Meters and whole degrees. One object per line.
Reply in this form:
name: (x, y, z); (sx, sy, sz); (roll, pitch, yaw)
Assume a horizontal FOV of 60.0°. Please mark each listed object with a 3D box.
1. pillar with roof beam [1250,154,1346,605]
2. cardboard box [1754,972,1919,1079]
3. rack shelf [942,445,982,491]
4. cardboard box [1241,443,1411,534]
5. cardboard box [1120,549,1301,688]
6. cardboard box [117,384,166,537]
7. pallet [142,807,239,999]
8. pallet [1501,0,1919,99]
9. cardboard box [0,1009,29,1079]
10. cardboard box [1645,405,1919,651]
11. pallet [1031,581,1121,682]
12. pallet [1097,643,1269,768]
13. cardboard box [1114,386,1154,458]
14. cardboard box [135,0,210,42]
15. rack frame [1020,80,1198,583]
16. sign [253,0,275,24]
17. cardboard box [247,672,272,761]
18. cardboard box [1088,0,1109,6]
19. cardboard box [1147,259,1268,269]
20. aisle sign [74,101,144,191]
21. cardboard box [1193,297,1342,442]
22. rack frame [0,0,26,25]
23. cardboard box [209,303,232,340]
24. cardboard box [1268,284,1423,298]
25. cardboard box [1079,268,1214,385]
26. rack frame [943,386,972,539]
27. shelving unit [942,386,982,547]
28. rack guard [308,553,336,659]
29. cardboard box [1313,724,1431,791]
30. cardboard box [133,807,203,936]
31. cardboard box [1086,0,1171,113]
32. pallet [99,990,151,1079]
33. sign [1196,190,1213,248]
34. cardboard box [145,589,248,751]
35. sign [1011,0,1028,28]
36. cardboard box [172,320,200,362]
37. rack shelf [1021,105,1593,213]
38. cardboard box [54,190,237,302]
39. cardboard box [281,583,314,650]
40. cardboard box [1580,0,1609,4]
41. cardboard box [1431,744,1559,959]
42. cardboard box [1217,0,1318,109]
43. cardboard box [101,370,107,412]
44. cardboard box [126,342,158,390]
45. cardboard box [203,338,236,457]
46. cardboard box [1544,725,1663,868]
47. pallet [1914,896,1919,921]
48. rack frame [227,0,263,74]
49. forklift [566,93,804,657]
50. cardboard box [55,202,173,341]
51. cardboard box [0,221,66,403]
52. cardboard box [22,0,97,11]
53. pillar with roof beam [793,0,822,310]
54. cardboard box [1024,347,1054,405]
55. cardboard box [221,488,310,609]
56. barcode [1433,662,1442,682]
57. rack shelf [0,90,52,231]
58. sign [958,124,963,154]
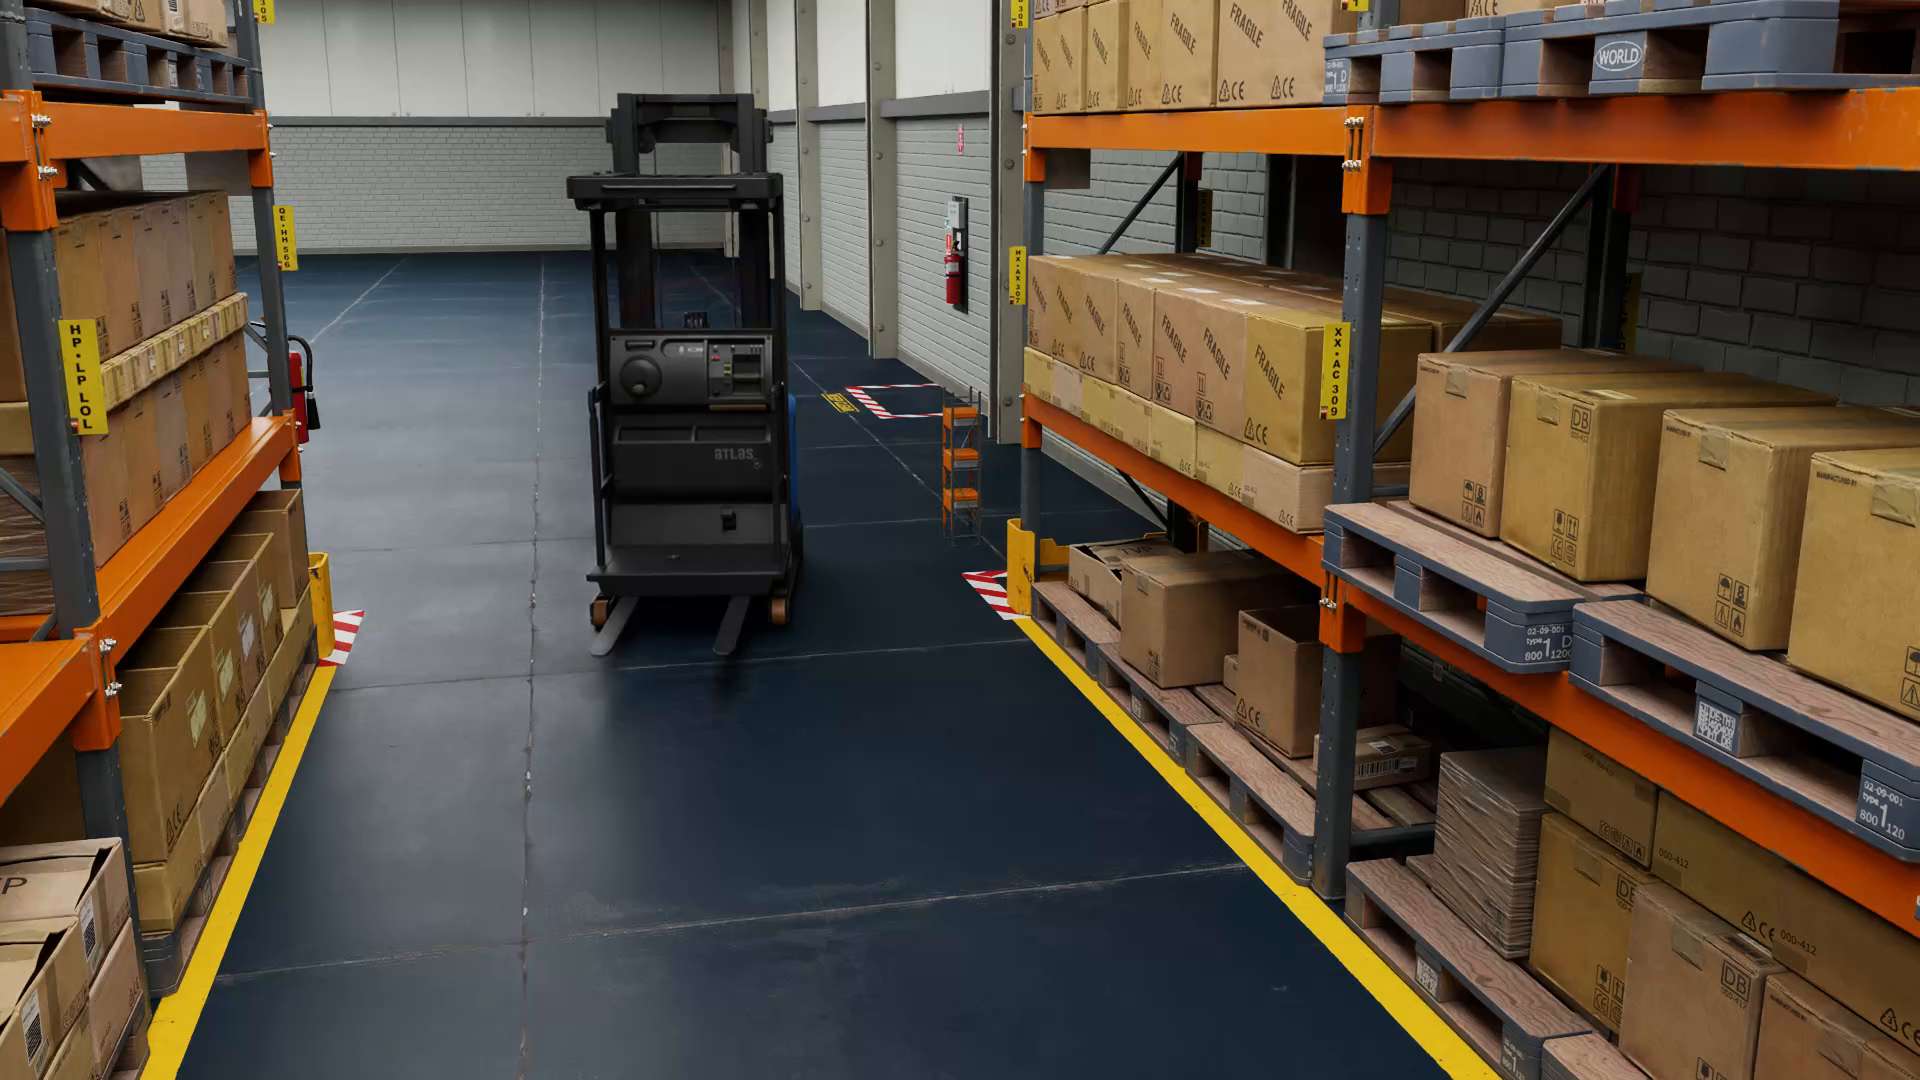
pillar with roof beam: (-2.323, -3.666, 7.471); (9.100, 9.000, 0.400); (-3, 14, -13)
cardboard box: (2.363, 1.340, 3.963); (0.700, 0.500, 0.500); (-3, 14, -13)
rack shelf: (0.013, -0.487, 11.254); (0.215, 0.259, 0.240); (-3, 14, -13)
cardboard box: (1.390, -0.211, 6.245); (0.500, 0.250, 0.500); (-3, 14, -13)
cardboard box: (1.189, 0.364, 7.957); (0.700, 0.500, 0.500); (-4, 14, -17)
cardboard box: (-3.373, -0.293, 6.095); (0.700, 0.500, 0.500); (-3, 14, -12)
pallet: (-3.164, 1.264, 5.809); (1.003, 0.211, 1.213); (-3, 14, -13)
pallet: (2.084, -1.160, 3.932); (1.213, 0.211, 1.003); (-3, 14, -13)
cardboard box: (-2.401, 1.267, 3.649); (0.500, 0.311, 0.500); (-3, 14, -13)
cardboard box: (2.192, -0.045, 4.155); (0.700, 0.500, 0.500); (-1, 14, -5)
pallet: (1.031, 0.457, 9.113); (1.003, 0.211, 1.213); (-3, 14, -13)
pallet: (1.314, 0.738, 7.963); (1.003, 0.211, 1.213); (-3, 14, -13)
cardboard box: (1.029, -0.558, 7.664); (0.500, 0.250, 0.500); (-3, 14, -13)
cardboard box: (-3.300, -2.134, 6.531); (0.500, 0.311, 0.500); (-2, 14, -7)
rack frame: (0.857, -1.105, 9.629); (1.000, 3.000, 0.127); (-3, 14, -13)
sign: (-3.427, -2.704, 8.154); (0.100, 0.325, 0.005); (-3, 14, -13)
cardboard box: (-3.181, 0.757, 6.919); (0.500, 0.250, 0.500); (-3, 14, -13)
cardboard box: (0.911, -2.767, 7.754); (0.500, 0.500, 0.500); (-3, 14, -12)
cardboard box: (1.283, -1.192, 8.681); (0.500, 0.500, 0.500); (-3, 14, -12)
aisle sign: (-4.271, -2.089, 8.179); (0.394, 0.787, 0.004); (-3, 14, -13)
cardboard box: (1.262, -0.690, 6.624); (0.500, 0.500, 0.500); (-3, 14, -14)
rack frame: (-3.018, -2.819, 4.006); (1.000, 3.000, 0.127); (-3, 14, -13)
cardboard box: (-3.560, -0.995, 7.600); (0.380, 0.149, 0.250); (-3, 14, -14)
cardboard box: (1.659, -0.838, 7.231); (0.500, 0.500, 0.500); (-3, 14, -12)
cardboard box: (0.898, -1.045, 8.077); (0.500, 0.500, 0.500); (-4, 14, -15)
rack frame: (-0.016, -0.526, 11.367); (0.200, 1.050, 0.008); (-3, 14, -13)
shelving unit: (0.013, -0.498, 11.252); (0.215, 1.050, 0.252); (-3, 14, -13)
rack guard: (-3.963, 0.381, 8.814); (1.175, 0.500, 0.348); (-3, 14, -13)
cardboard box: (1.641, 0.859, 6.634); (0.380, 0.166, 0.250); (-5, 15, -21)
cardboard box: (-2.832, 1.103, 5.501); (0.500, 0.250, 0.500); (-3, 14, -13)
cardboard box: (0.909, -2.284, 7.881); (0.500, 0.500, 0.500); (-3, 14, -11)
pallet: (-2.807, 1.617, 4.362); (1.003, 0.211, 1.213); (-3, 14, -13)
sign: (1.401, -1.847, 9.561); (0.100, 0.325, 0.005); (-3, 14, -13)
cardboard box: (-3.058, 0.507, 6.359); (0.500, 0.500, 0.500); (-3, 14, -13)
sign: (0.329, -2.956, 9.045); (0.100, 0.325, 0.005); (-3, 14, -13)
cardboard box: (-3.377, -0.815, 6.866); (0.380, 0.149, 0.250); (-3, 14, -12)
rack shelf: (1.326, -1.751, 7.469); (1.077, 0.370, 4.000); (-3, 14, -13)
cardboard box: (-3.848, -1.386, 7.835); (0.700, 0.500, 0.500); (-3, 14, -13)
cardboard box: (-3.544, 0.411, 8.332); (0.500, 0.250, 0.500); (-3, 14, -13)
cardboard box: (1.991, -1.527, 4.340); (0.500, 0.311, 0.500); (-3, 14, -11)
cardboard box: (1.985, 0.987, 5.405); (0.700, 0.500, 0.500); (-3, 14, -11)
cardboard box: (1.331, -1.917, 6.382); (0.500, 0.500, 0.500); (-5, 14, -18)
cardboard box: (-3.014, -0.459, 5.407); (0.380, 0.149, 0.250); (-4, 14, -15)
cardboard box: (-3.200, -0.639, 6.143); (0.380, 0.149, 0.250); (-4, 14, -15)
cardboard box: (-3.732, -0.647, 7.545); (0.700, 0.500, 0.500); (-3, 14, -12)
cardboard box: (2.092, 0.725, 4.901); (0.500, 0.250, 0.500); (-4, 14, -14)
pallet: (2.465, 0.676, 2.746); (1.213, 0.211, 1.003); (-3, 14, -13)
rack frame: (-3.958, -3.742, 7.783); (1.000, 3.000, 0.127); (-3, 14, -13)
forklift: (-1.531, -1.001, 9.350); (1.130, 2.935, 3.031); (-1, 14, -2)
cardboard box: (-3.482, -1.033, 6.391); (0.700, 0.500, 0.500); (-3, 14, -13)
cardboard box: (-3.129, -0.686, 4.970); (0.700, 0.500, 0.500); (-3, 14, -13)
cardboard box: (-2.880, -1.814, 4.819); (0.500, 0.500, 0.500); (-2, 14, -9)
pillar with roof beam: (-6.550, -7.818, 24.467); (9.100, 9.000, 0.400); (-3, 14, -13)
cardboard box: (0.663, -0.911, 9.111); (0.500, 0.250, 0.500); (-4, 14, -15)
cardboard box: (-3.542, 0.047, 8.244); (0.500, 0.500, 0.500); (-3, 14, -13)
barcode: (1.902, 0.525, 6.623); (0.001, 0.075, 0.075); (-3, 14, -13)
rack shelf: (-2.549, -0.551, 2.559); (1.077, 0.370, 4.000); (-3, 14, -13)
sign: (0.004, -4.081, 16.928); (0.001, 0.298, 0.199); (-3, 14, -13)
